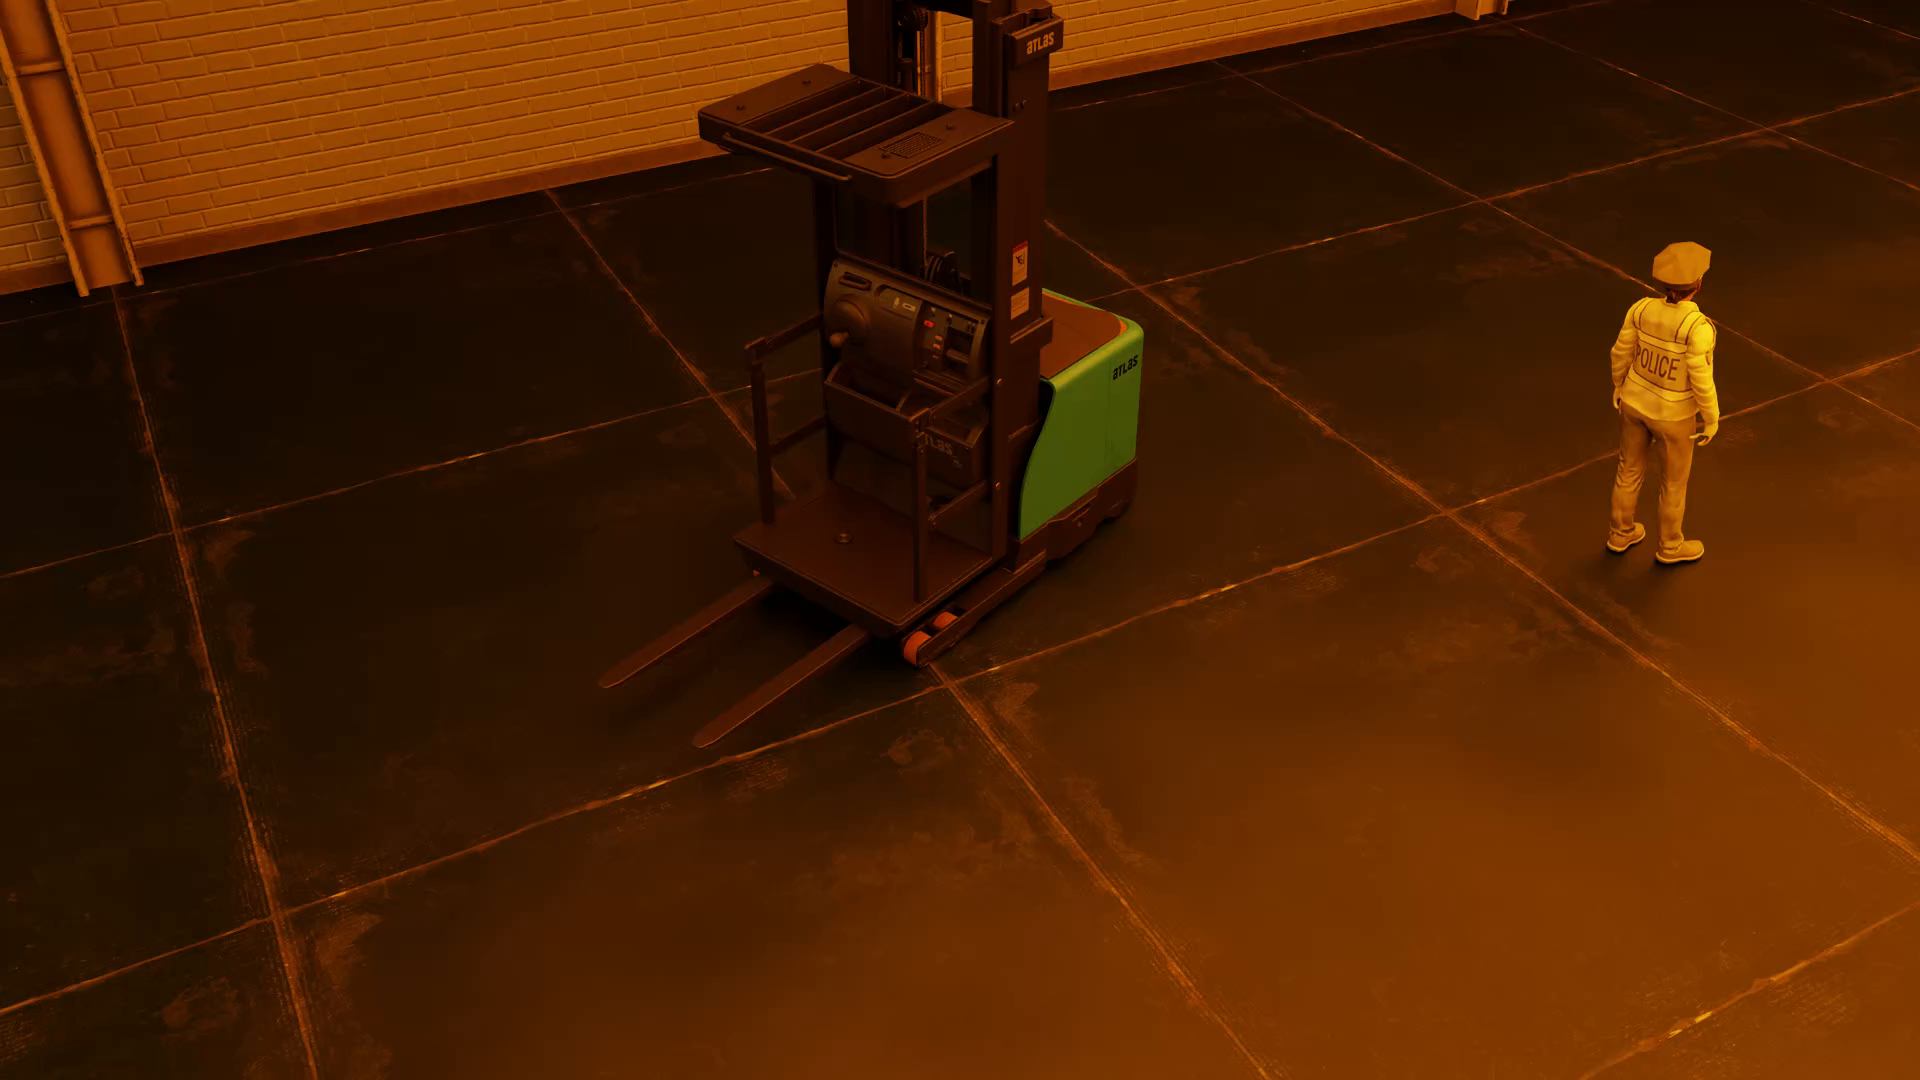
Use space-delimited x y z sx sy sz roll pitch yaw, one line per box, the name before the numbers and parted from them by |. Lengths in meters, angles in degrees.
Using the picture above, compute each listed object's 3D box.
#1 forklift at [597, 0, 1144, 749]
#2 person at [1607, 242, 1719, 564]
forklift | -0.390 -0.927 7.434 1.130 2.935 3.031 26 43 31
person | 3.460 -0.669 8.129 0.534 1.696 0.588 -22 41 -28
